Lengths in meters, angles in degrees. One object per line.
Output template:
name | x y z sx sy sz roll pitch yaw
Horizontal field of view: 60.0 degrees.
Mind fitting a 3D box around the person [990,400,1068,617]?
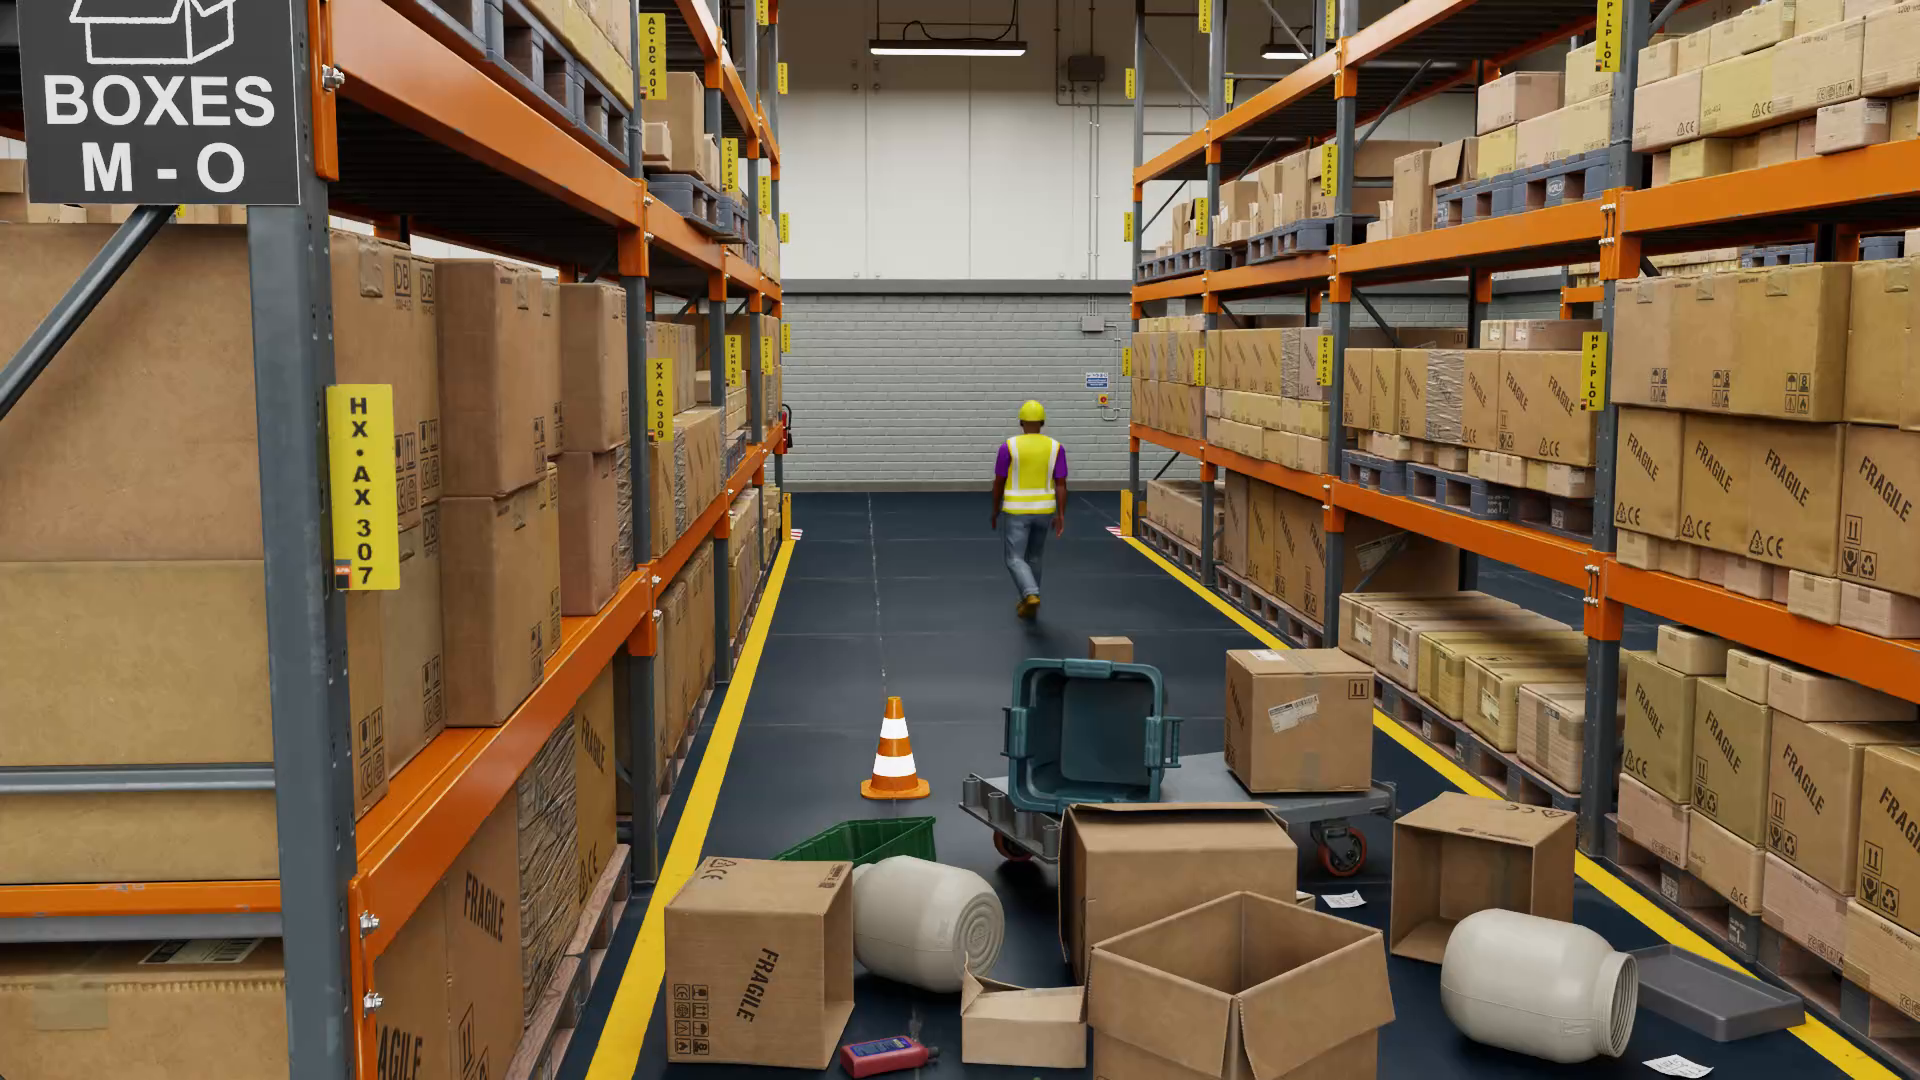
person | 0.542 -0.225 12.980 0.563 1.730 0.964 -2 7 -14
